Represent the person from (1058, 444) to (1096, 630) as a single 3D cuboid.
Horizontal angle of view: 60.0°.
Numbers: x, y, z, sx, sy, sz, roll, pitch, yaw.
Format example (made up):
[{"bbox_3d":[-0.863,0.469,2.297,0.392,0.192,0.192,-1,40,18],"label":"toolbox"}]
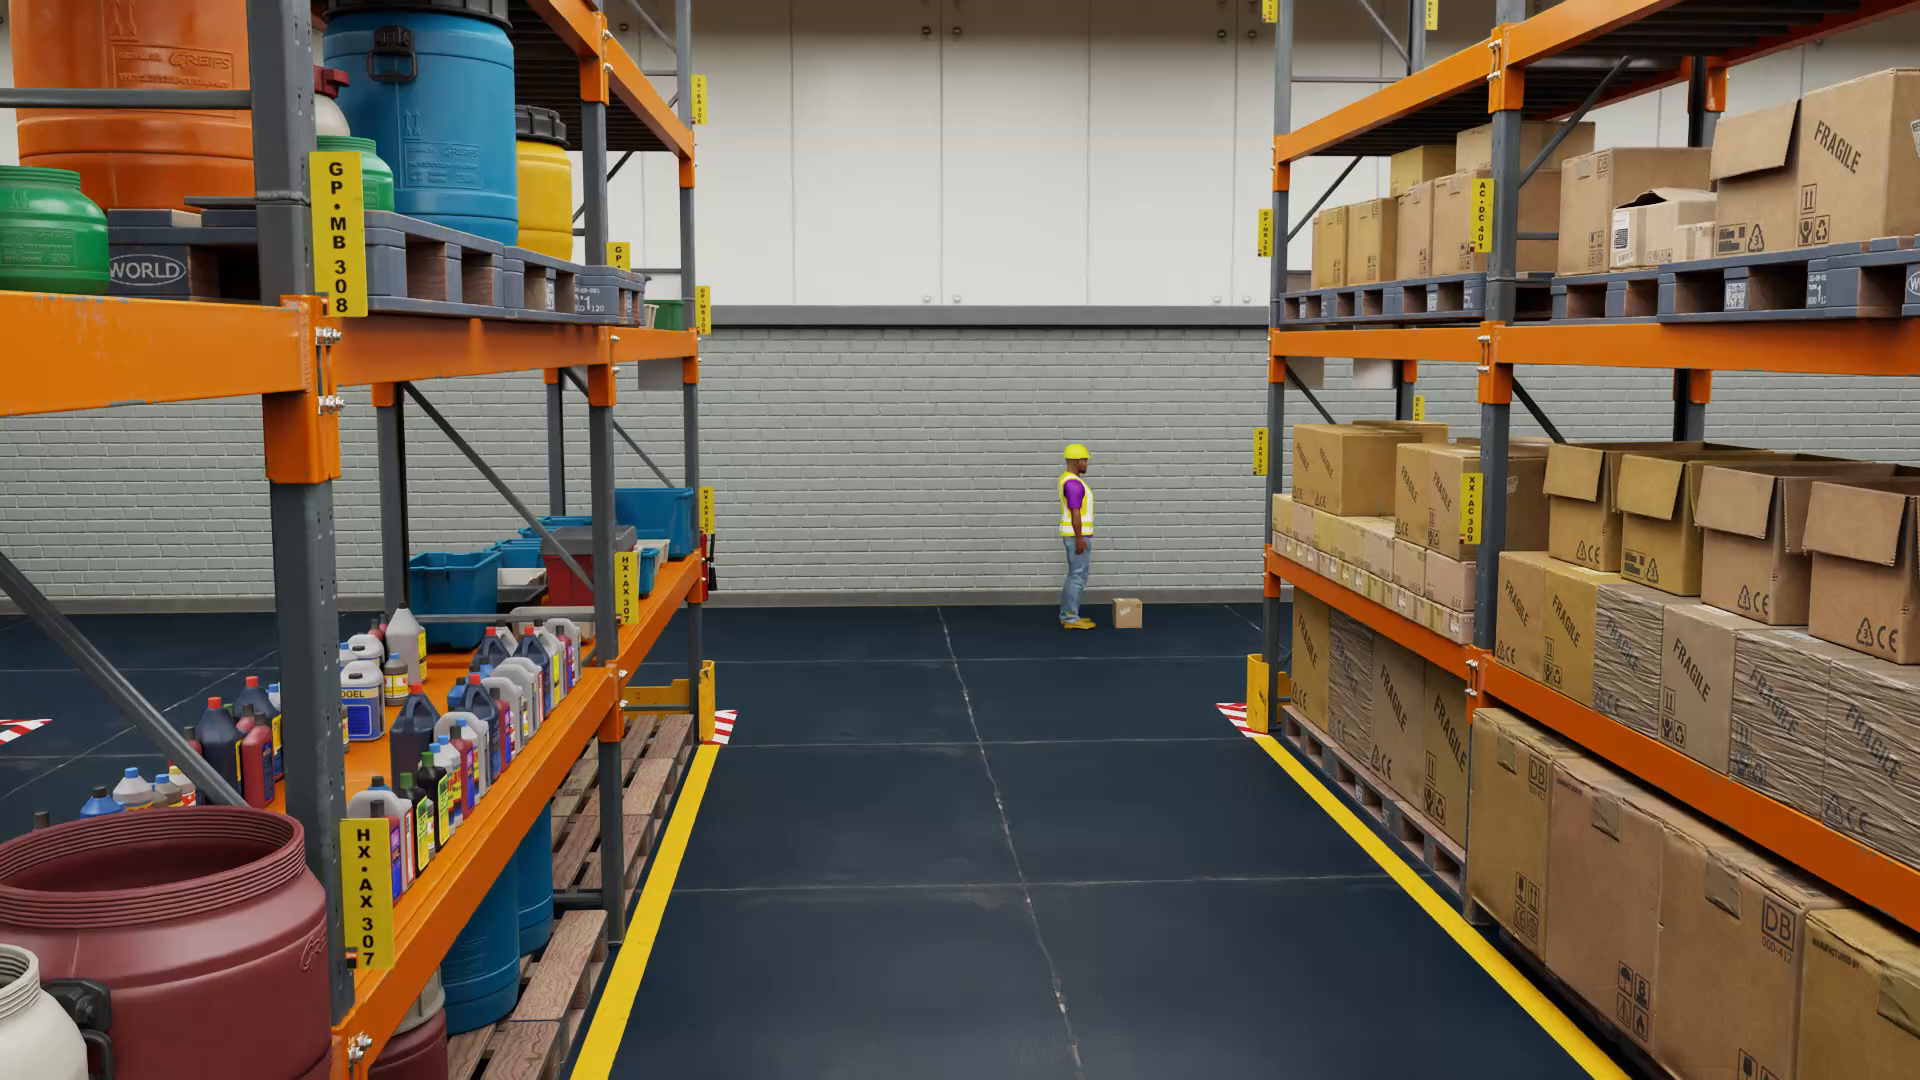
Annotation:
[{"bbox_3d":[1.117,-0.040,15.987,0.357,1.762,0.564,0,7,-2],"label":"person"}]
